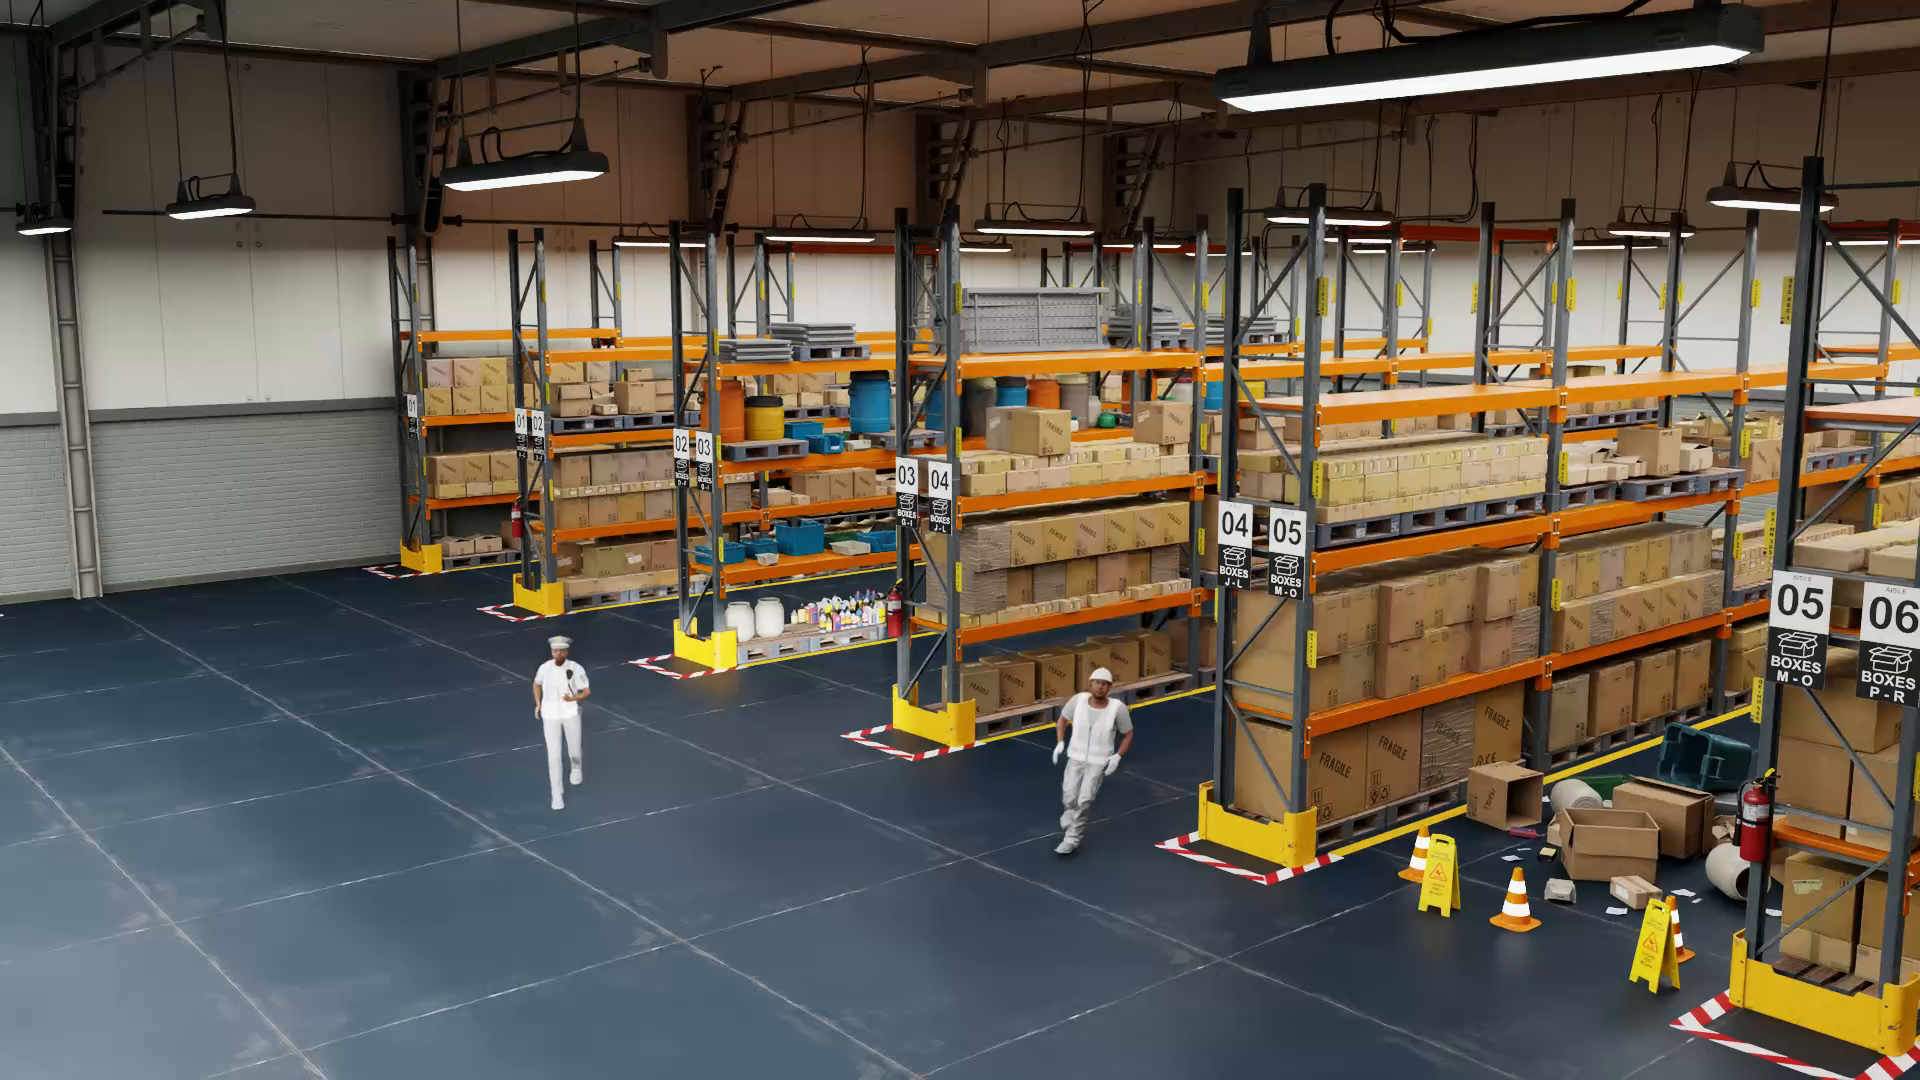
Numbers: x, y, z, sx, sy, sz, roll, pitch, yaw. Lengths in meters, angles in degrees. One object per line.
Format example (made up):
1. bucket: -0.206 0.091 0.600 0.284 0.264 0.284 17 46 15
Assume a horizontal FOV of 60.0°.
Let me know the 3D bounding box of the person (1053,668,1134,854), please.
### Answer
1. person: 1.217 2.006 15.209 0.723 1.701 0.561 2 9 15

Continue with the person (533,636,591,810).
1. person: -3.995 1.770 16.687 0.583 1.675 0.924 -1 9 -8

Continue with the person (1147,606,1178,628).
1. person: 2.871 0.376 24.004 0.624 1.841 0.728 7 11 40
